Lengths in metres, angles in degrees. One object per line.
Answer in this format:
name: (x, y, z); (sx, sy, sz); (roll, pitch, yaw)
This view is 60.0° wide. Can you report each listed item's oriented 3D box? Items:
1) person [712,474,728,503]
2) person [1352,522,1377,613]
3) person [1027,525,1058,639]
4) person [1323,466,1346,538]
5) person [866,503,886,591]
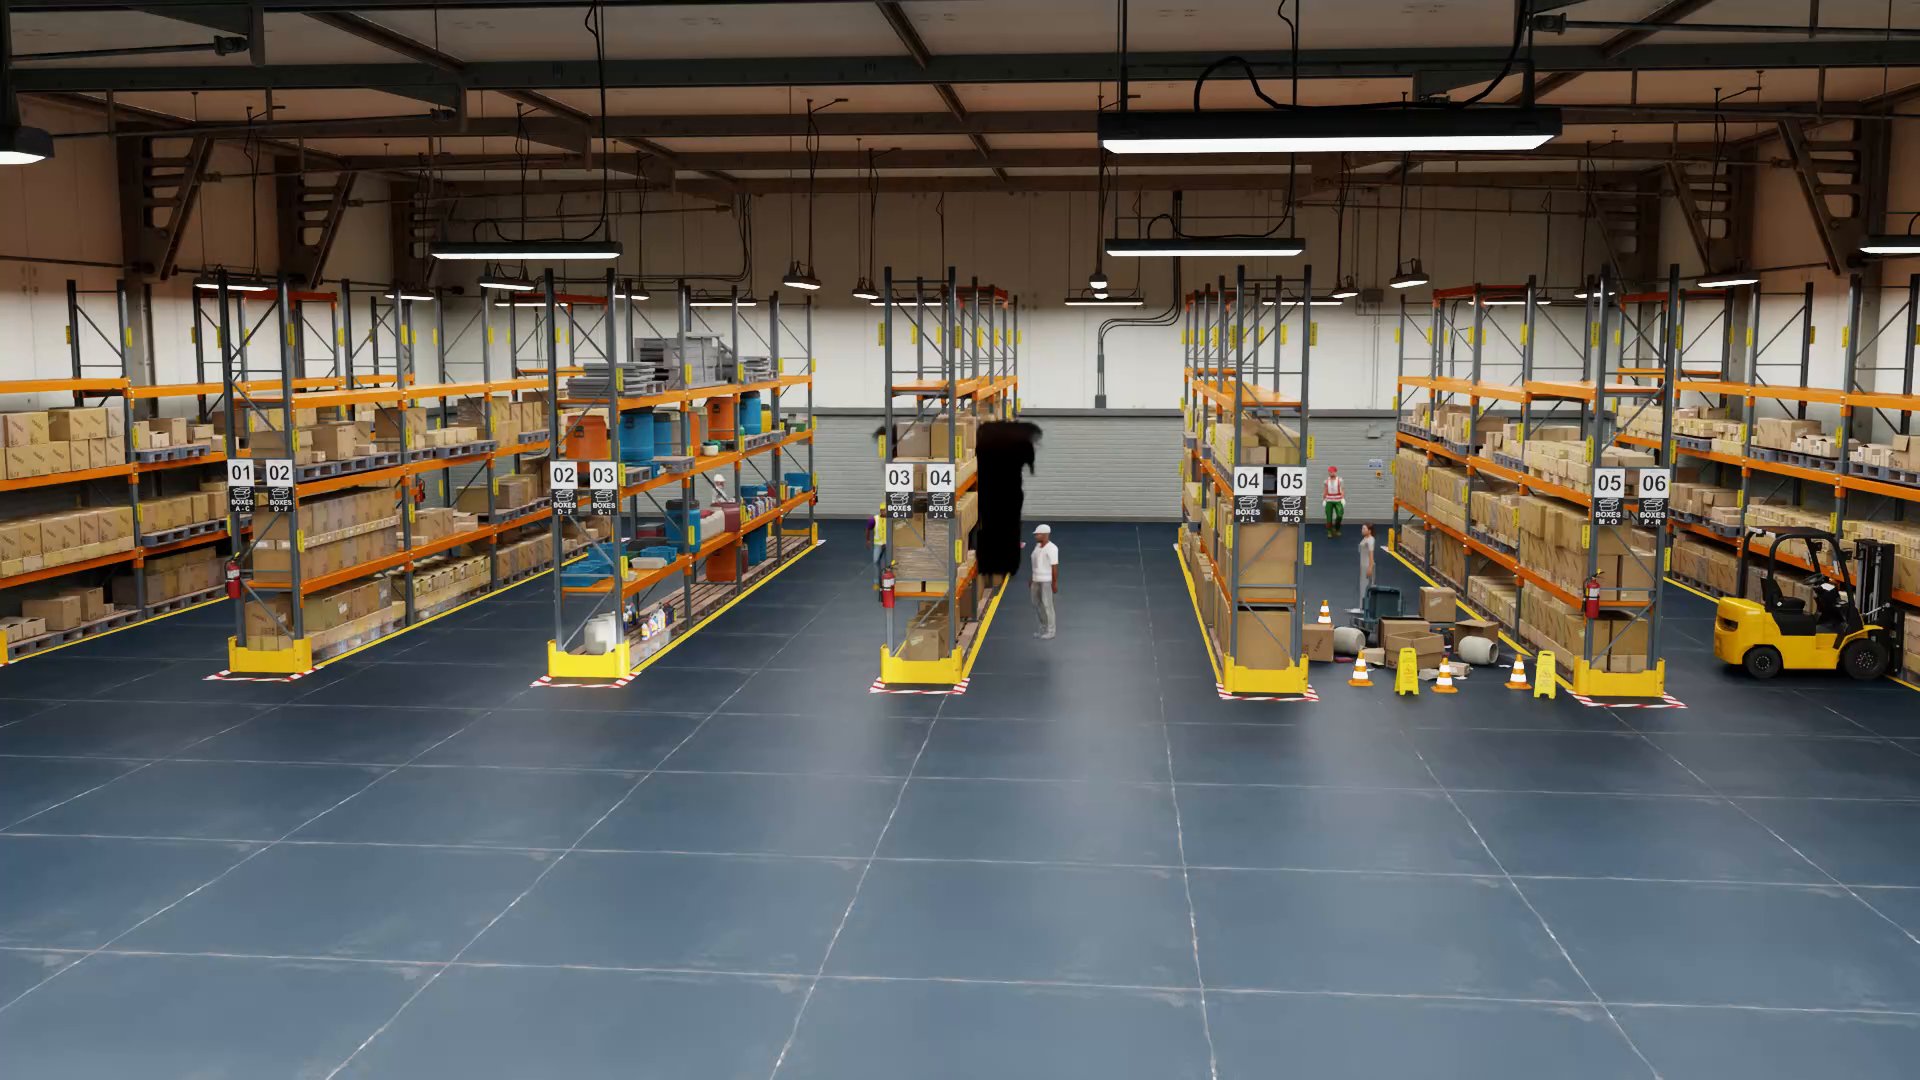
person: (-5.672, -0.672, 39.405); (0.428, 1.777, 0.596); (1, 7, 7)
person: (7.423, 0.502, 30.316); (0.440, 1.672, 0.464); (4, 8, 27)
person: (1.320, 0.669, 26.146); (0.405, 1.837, 0.595); (-4, 8, -27)
person: (9.395, -0.954, 41.767); (0.552, 1.801, 0.475); (1, 7, 10)
person: (-1.554, 0.110, 33.369); (0.706, 1.738, 1.003); (1, 7, 6)
